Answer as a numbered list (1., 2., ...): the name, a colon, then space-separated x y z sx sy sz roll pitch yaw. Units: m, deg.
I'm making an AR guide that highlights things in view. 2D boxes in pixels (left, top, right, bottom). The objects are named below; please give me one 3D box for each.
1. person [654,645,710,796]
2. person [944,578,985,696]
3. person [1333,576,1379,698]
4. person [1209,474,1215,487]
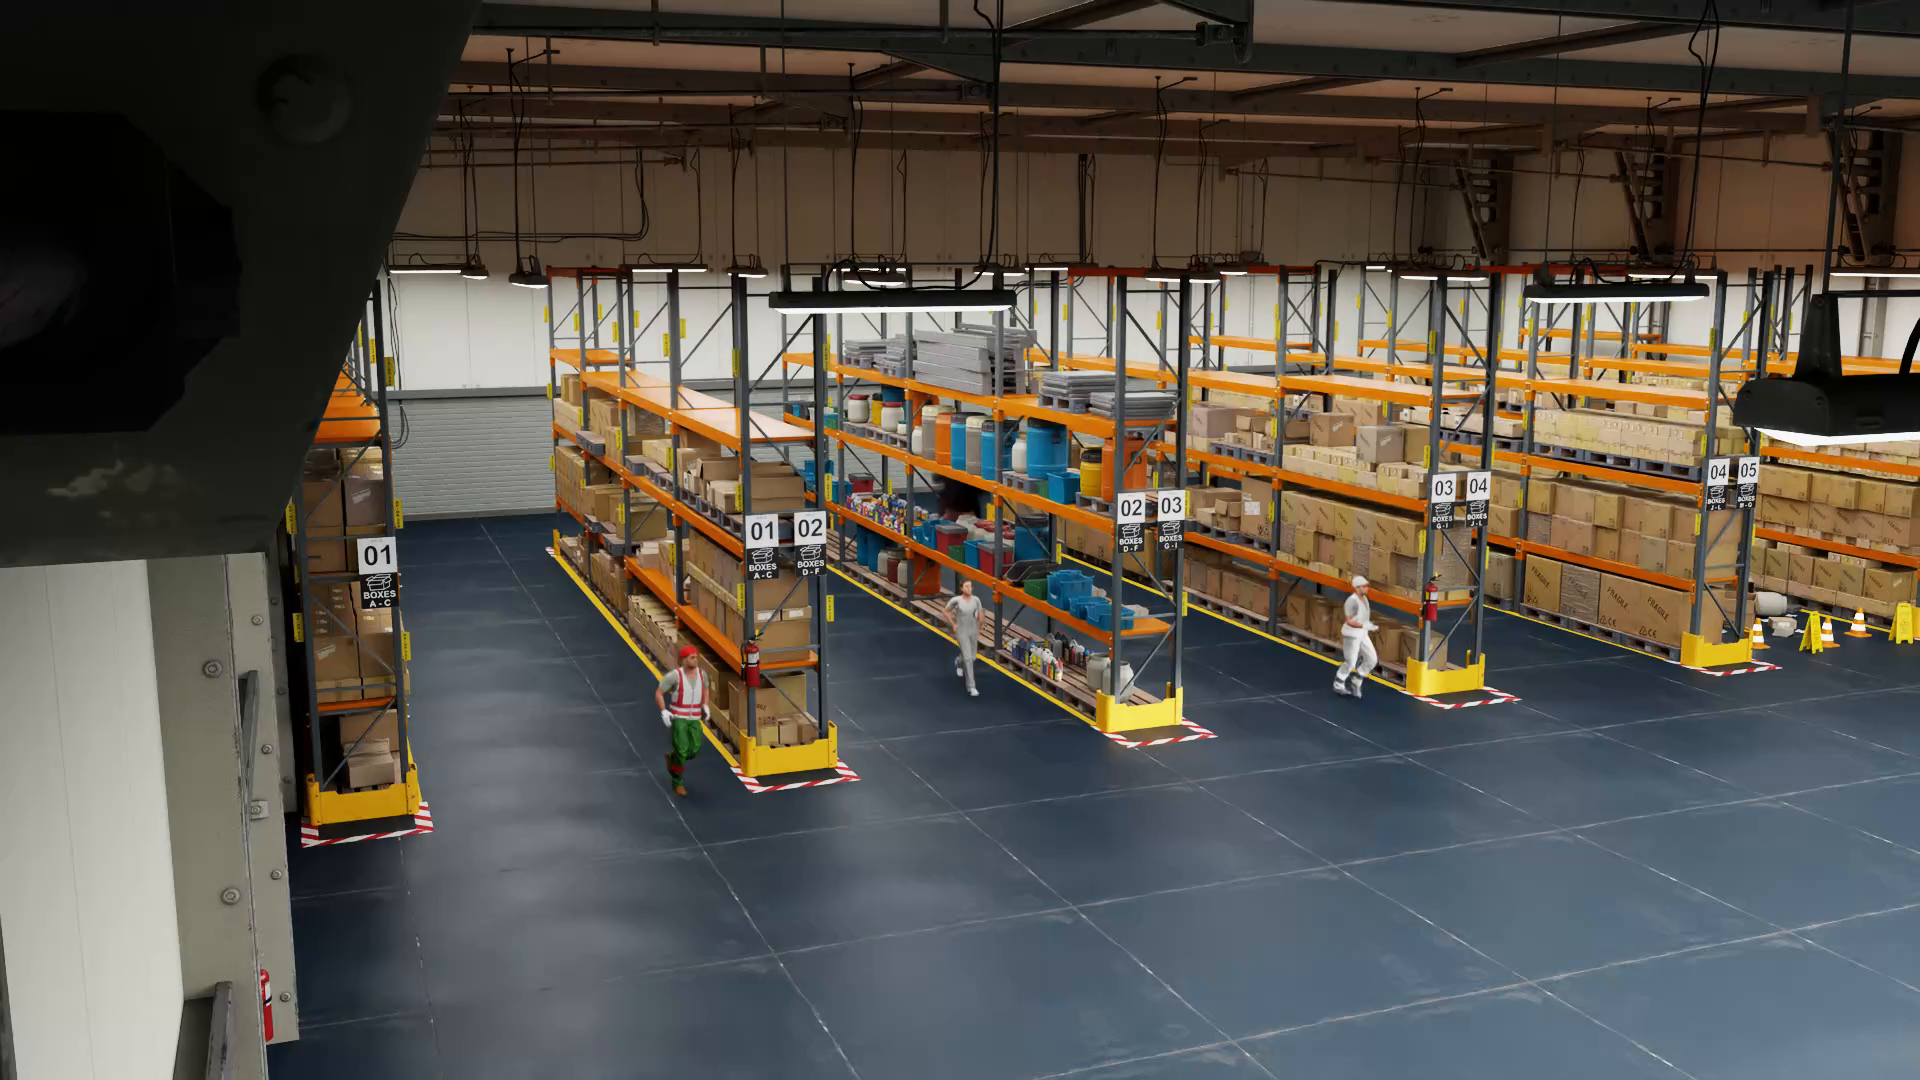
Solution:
1. person: -3.277 2.104 19.727 0.711 1.752 0.622 -7 12 -36
2. person: 0.074 1.366 24.103 0.567 1.667 0.867 -4 11 -23
3. person: 5.662 1.399 23.600 0.677 1.817 0.719 -10 14 -44
4. person: 6.354 -1.666 41.737 0.578 1.548 0.721 -3 10 -18
